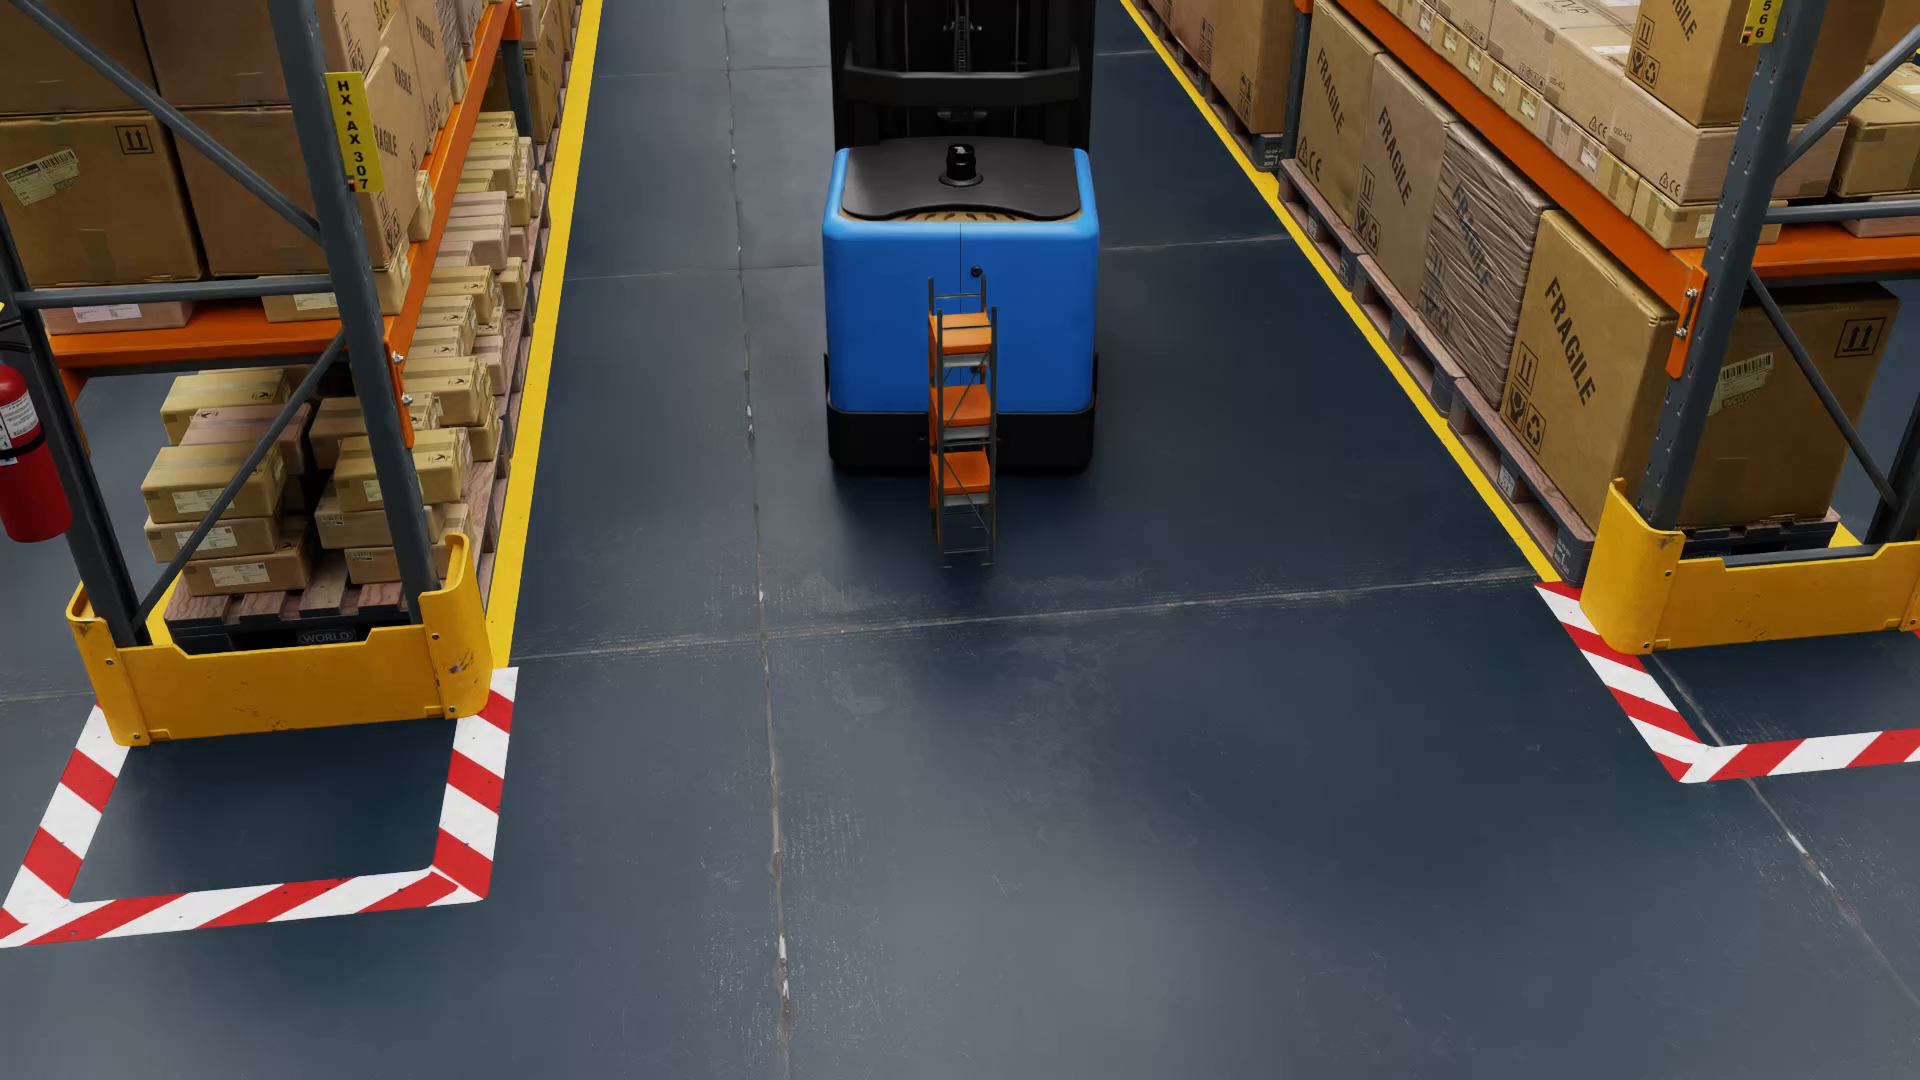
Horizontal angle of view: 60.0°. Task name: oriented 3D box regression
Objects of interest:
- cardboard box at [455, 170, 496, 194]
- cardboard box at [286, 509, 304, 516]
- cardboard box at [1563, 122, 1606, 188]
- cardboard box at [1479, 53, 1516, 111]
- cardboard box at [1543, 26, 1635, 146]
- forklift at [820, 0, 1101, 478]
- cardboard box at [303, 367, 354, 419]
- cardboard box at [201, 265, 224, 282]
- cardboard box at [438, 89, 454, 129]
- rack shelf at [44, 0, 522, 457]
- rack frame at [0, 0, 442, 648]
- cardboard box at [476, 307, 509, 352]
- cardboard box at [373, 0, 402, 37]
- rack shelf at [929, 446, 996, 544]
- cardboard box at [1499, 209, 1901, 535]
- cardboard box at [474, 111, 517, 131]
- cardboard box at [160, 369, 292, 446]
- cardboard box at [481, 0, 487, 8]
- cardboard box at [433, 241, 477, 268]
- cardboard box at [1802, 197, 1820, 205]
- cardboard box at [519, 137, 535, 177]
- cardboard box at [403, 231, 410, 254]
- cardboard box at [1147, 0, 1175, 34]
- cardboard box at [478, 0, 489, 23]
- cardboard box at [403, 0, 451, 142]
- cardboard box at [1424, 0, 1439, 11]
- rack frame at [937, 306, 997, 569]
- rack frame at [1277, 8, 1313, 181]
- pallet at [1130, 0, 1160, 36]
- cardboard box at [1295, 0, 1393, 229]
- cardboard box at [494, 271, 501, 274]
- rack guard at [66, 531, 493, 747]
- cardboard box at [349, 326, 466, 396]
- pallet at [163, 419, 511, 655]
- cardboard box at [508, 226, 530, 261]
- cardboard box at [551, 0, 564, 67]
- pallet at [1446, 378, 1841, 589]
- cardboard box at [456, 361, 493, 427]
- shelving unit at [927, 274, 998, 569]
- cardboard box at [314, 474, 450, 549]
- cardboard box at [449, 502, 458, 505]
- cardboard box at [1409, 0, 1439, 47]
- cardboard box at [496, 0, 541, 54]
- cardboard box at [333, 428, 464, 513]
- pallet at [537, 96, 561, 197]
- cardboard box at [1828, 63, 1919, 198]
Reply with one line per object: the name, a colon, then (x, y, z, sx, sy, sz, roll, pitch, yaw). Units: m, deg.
cardboard box: (-2.299, -1.542, 7.479, 0.380, 0.149, 0.250, -3, 34, -5)
cardboard box: (-2.551, -0.085, 5.870, 0.380, 0.149, 0.250, -3, 34, -5)
cardboard box: (2.347, -1.351, 5.792, 0.380, 0.149, 0.250, -4, 35, -6)
cardboard box: (2.242, -1.780, 6.421, 0.380, 0.149, 0.250, -4, 35, -6)
cardboard box: (2.395, -1.590, 5.788, 0.500, 0.250, 0.500, -5, 35, -7)
forklift: (0.009, -2.246, 6.944, 1.130, 2.935, 3.031, 0, 34, 0)
cardboard box: (-2.498, -0.515, 6.236, 0.380, 0.149, 0.250, -5, 35, -7)
cardboard box: (-2.458, -0.874, 5.092, 0.380, 0.149, 0.250, -4, 35, -6)
cardboard box: (-2.117, -1.644, 6.222, 0.380, 0.149, 0.250, -3, 34, -5)
rack shelf: (-2.407, -1.495, 6.418, 1.077, 0.370, 4.000, -4, 35, -6)
rack frame: (-2.138, -0.676, 4.578, 1.000, 3.000, 0.127, -4, 35, -6)
cardboard box: (-2.113, -0.850, 6.993, 0.380, 0.149, 0.250, -4, 35, -6)
cardboard box: (-2.010, -1.805, 4.994, 0.500, 0.500, 0.500, -3, 34, -5)
rack shelf: (0.007, -0.166, 6.073, 0.215, 0.259, 0.240, -4, 35, -6)
cardboard box: (2.625, -0.642, 6.042, 0.875, 0.875, 0.875, -4, 35, -6)
cardboard box: (-2.370, -1.970, 8.108, 0.380, 0.149, 0.250, -3, 34, -5)
cardboard box: (-2.598, -0.473, 5.911, 0.380, 0.149, 0.250, -5, 35, -7)
cardboard box: (-2.262, -2.534, 6.952, 0.500, 0.500, 0.500, -5, 35, -8)
cardboard box: (-2.197, -1.101, 6.833, 0.380, 0.149, 0.250, -4, 35, -6)
cardboard box: (3.034, -1.257, 5.655, 0.380, 0.149, 0.250, -5, 35, -7)
cardboard box: (-2.319, -1.875, 8.232, 0.380, 0.149, 0.250, -4, 34, -5)
cardboard box: (-1.932, -0.917, 5.154, 0.380, 0.149, 0.250, -3, 34, -5)
cardboard box: (1.899, -3.870, 10.779, 1.225, 0.875, 0.875, -4, 35, -6)
cardboard box: (-2.286, -2.373, 7.292, 0.380, 0.149, 0.250, -3, 34, -4)
cardboard box: (-2.075, -1.683, 5.703, 0.500, 0.500, 0.500, -4, 34, -6)
cardboard box: (2.193, -2.440, 7.035, 0.500, 0.250, 0.500, -4, 34, -5)
rack frame: (0.024, -0.336, 5.811, 0.200, 1.050, 0.008, -4, 35, -6)
rack frame: (2.252, -3.227, 8.322, 1.000, 3.000, 0.127, -4, 35, -6)
pallet: (1.746, -3.861, 11.729, 1.003, 0.211, 1.213, -4, 35, -6)
cardboard box: (2.262, -2.148, 8.253, 0.875, 0.875, 0.875, -4, 35, -6)
cardboard box: (-2.226, -1.288, 7.371, 0.380, 0.149, 0.250, -4, 34, -5)
rack guard: (-2.148, 0.315, 5.344, 1.175, 0.500, 0.348, -4, 35, -6)
cardboard box: (-2.051, -0.662, 6.189, 0.380, 0.149, 0.250, -6, 35, -9)
pallet: (-2.223, -0.022, 6.095, 1.003, 0.211, 1.213, -4, 35, -6)
cardboard box: (-2.234, -1.417, 7.824, 0.380, 0.149, 0.250, -5, 35, -8)
cardboard box: (-2.669, -3.067, 9.934, 0.500, 0.500, 0.500, -4, 34, -6)
pallet: (2.605, -0.283, 6.478, 1.003, 0.211, 1.213, -4, 35, -6)
cardboard box: (-1.983, -0.544, 6.280, 0.380, 0.149, 0.250, -3, 34, -5)
shelving unit: (0.007, -0.404, 5.911, 0.215, 1.050, 0.252, -4, 35, -6)
cardboard box: (-1.954, -0.106, 5.637, 0.380, 0.149, 0.250, -3, 34, -4)
cardboard box: (-2.008, -0.128, 5.933, 0.380, 0.149, 0.250, -5, 35, -7)
cardboard box: (2.137, -2.210, 7.052, 0.380, 0.149, 0.250, -4, 34, -6)
cardboard box: (-2.514, -2.791, 8.863, 0.500, 0.250, 0.500, -6, 35, -8)
cardboard box: (-1.872, -0.235, 5.562, 0.380, 0.149, 0.250, -6, 35, -9)
pallet: (-2.782, -2.190, 9.276, 1.003, 0.211, 1.213, -4, 35, -6)
cardboard box: (2.993, -1.344, 5.428, 0.500, 0.250, 0.500, -5, 35, -8)
